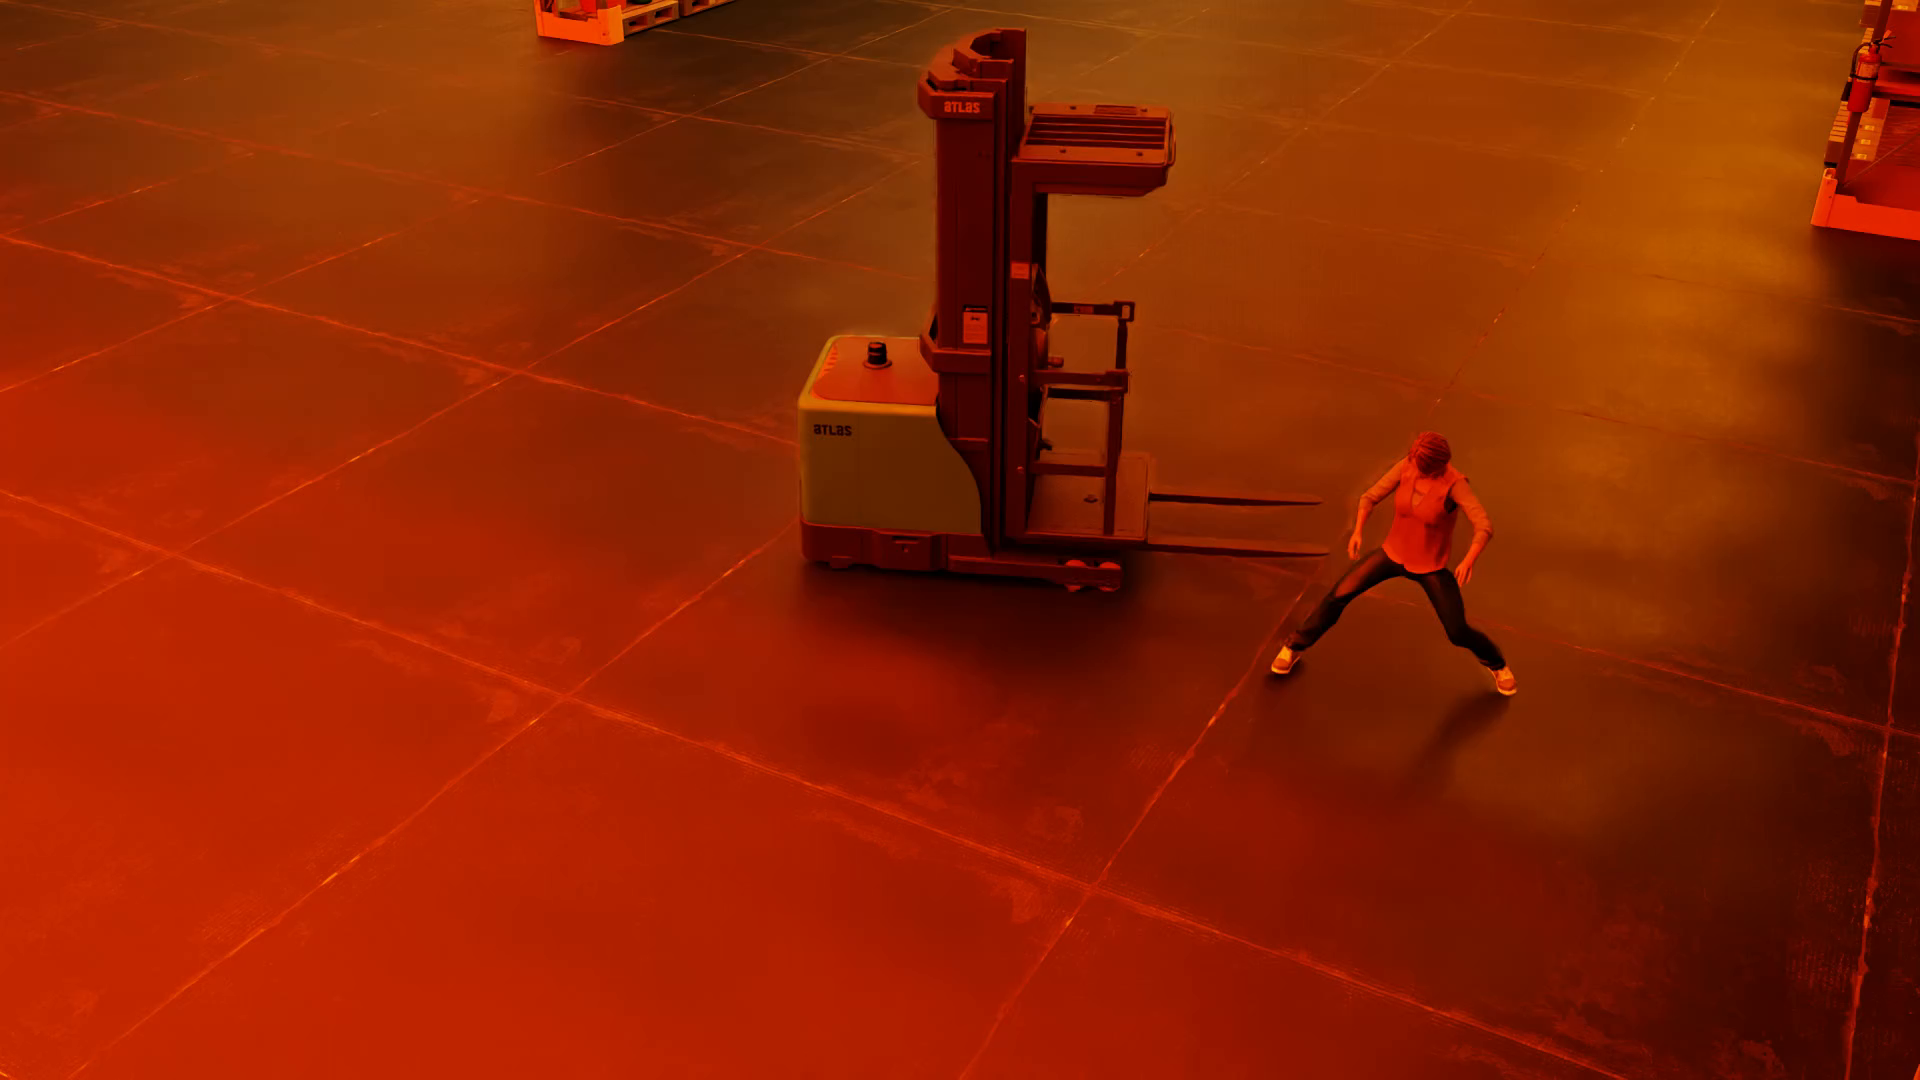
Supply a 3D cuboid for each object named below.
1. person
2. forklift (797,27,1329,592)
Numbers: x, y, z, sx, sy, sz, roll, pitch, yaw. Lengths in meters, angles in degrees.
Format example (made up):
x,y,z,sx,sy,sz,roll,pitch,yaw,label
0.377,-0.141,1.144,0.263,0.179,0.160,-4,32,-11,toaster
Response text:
x,y,z,sx,sy,sz,roll,pitch,yaw,label
2.281,0.123,8.374,1.090,1.408,0.858,24,38,35,person
0.632,-1.257,9.248,3.031,2.935,1.130,4,30,6,forklift
